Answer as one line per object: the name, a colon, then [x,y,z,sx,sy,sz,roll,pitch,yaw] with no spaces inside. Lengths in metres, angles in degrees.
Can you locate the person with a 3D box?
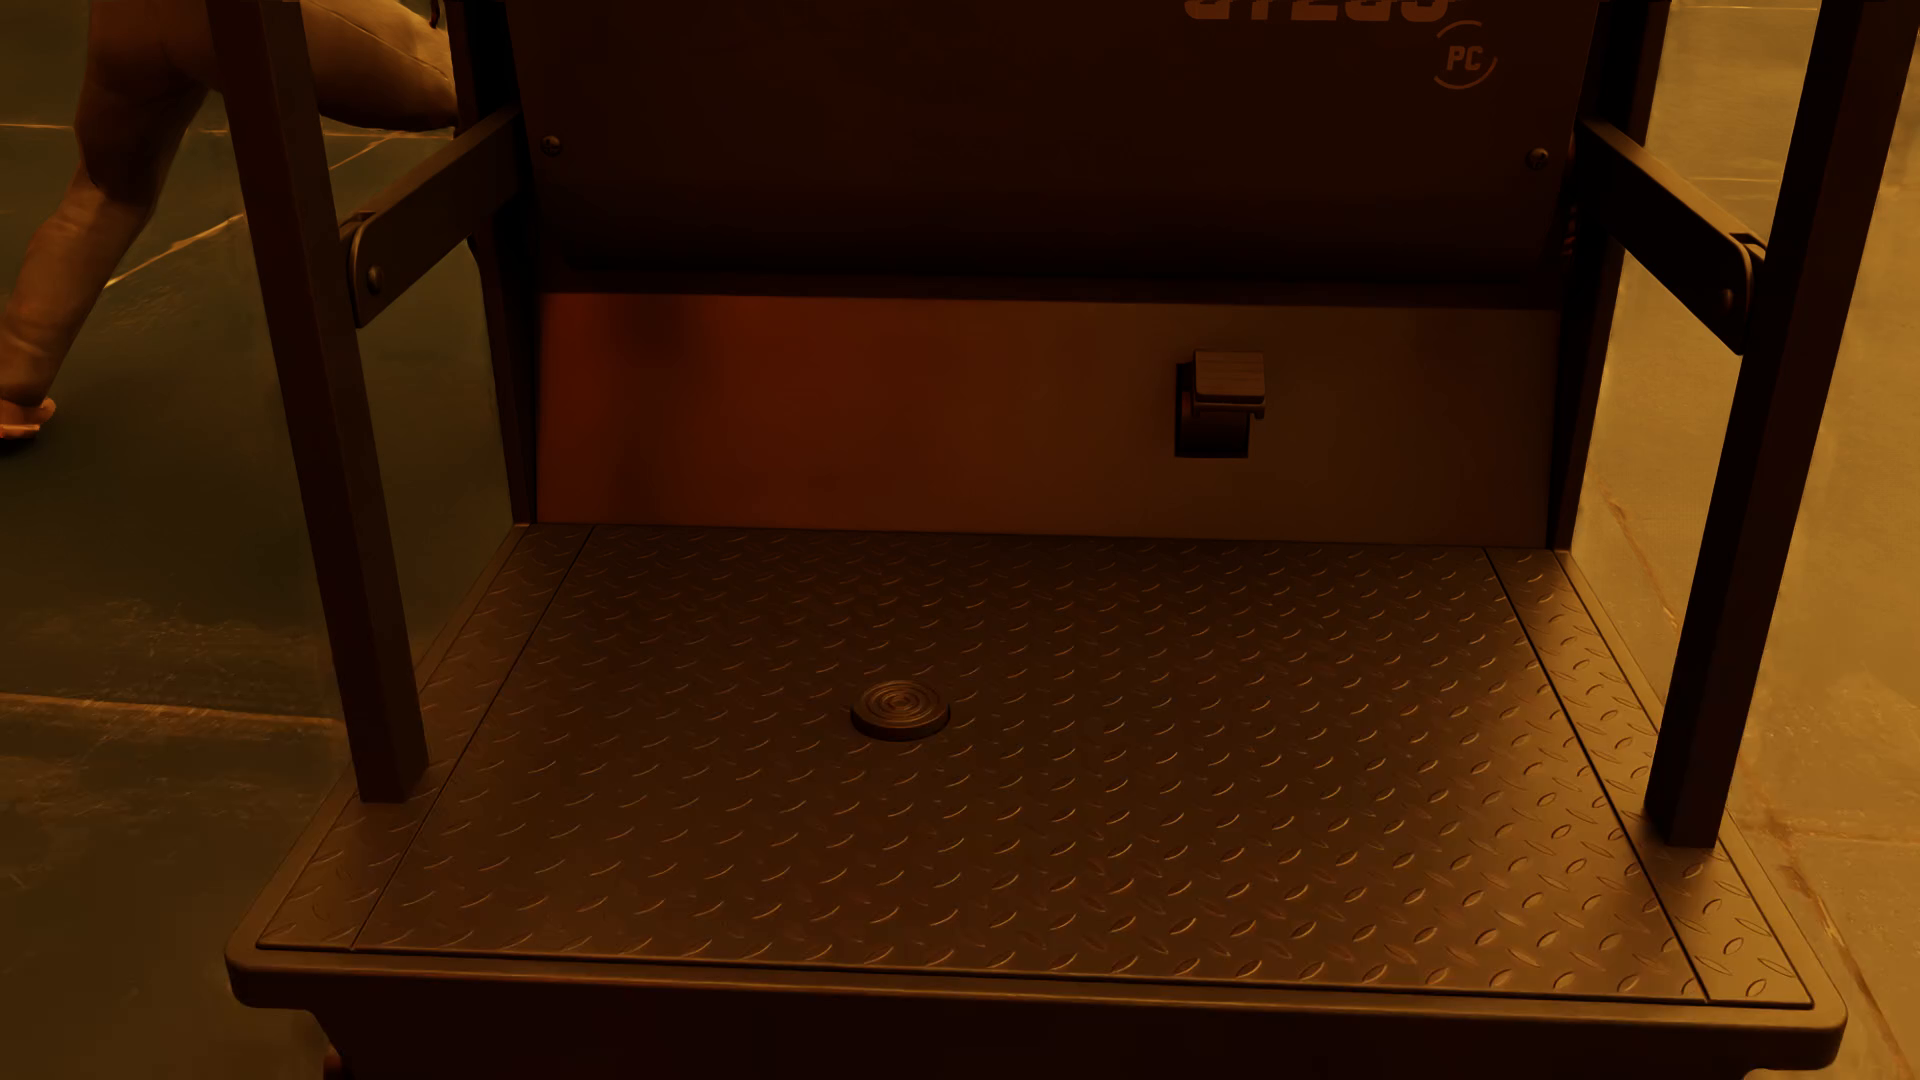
person: [-1.201,-0.904,2.700,0.936,1.517,0.876,12,29,22]

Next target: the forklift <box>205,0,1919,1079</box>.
forklift: [0.064,-0.903,1.026,1.130,2.935,3.031,1,27,3]
